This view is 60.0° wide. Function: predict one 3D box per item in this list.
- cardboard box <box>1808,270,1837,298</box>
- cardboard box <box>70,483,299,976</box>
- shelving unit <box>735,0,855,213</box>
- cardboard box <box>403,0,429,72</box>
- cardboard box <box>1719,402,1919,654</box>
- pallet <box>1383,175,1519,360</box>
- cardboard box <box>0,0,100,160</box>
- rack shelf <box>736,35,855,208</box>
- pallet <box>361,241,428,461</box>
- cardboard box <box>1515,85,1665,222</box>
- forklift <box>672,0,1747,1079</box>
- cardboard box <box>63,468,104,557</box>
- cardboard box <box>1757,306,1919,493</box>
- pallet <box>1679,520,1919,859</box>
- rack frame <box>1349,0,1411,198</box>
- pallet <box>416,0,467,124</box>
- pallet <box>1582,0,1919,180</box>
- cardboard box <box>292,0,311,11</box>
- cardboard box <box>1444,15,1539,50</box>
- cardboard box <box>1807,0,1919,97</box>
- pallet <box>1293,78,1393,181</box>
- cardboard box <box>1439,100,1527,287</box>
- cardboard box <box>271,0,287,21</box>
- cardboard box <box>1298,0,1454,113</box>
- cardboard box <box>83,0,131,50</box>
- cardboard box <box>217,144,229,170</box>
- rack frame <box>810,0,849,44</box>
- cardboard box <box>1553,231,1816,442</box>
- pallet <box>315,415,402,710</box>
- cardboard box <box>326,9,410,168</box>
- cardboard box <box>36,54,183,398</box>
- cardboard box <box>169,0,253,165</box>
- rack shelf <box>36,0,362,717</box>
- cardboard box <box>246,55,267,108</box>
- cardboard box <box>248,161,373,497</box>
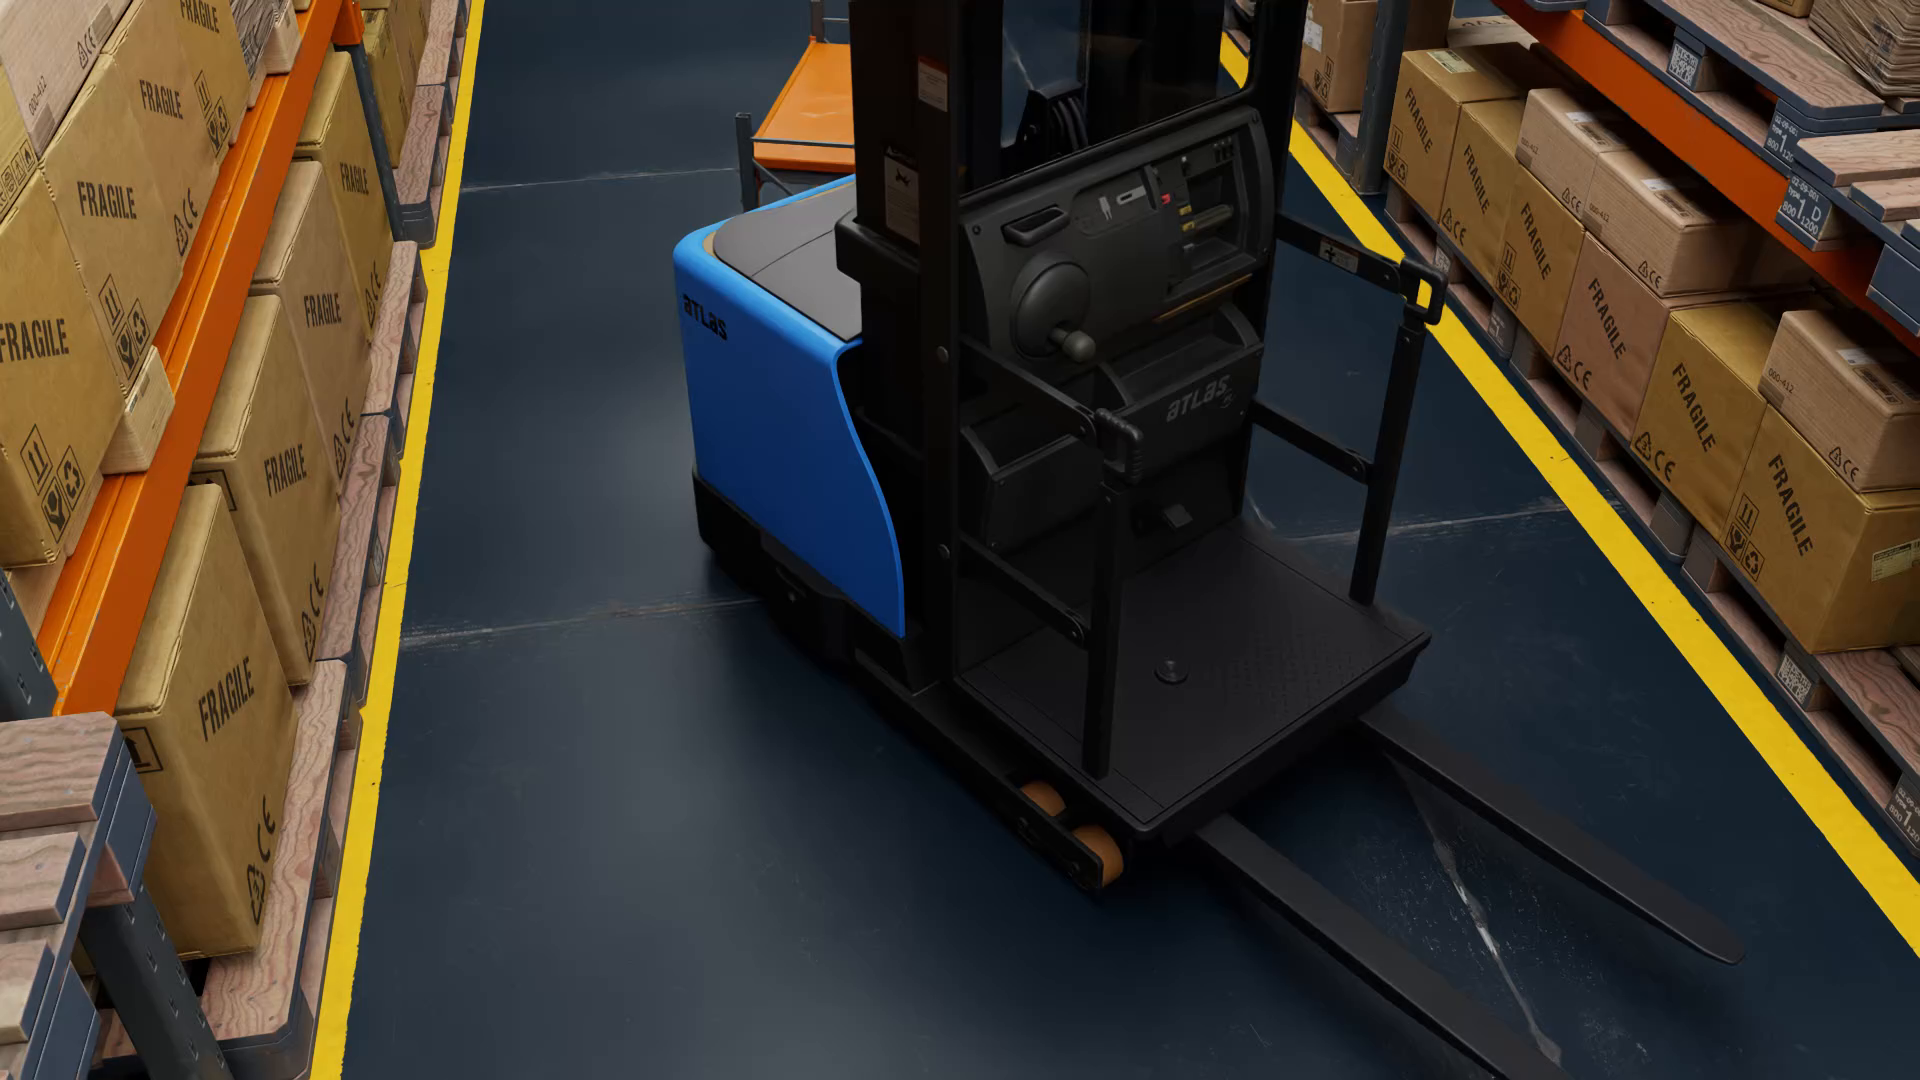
[{"bbox_3d":[2.822,-0.756,5.457,0.500,0.500,0.500,-7,38,-9],"label":"cardboard box"},{"bbox_3d":[-1.979,0.430,3.662,0.750,0.750,0.750,-7,38,-9],"label":"cardboard box"},{"bbox_3d":[-0.361,-1.144,5.806,0.538,1.125,1.048,5,38,7],"label":"shelving unit"},{"bbox_3d":[-2.883,-2.467,7.675,0.700,0.500,0.500,-5,38,-7],"label":"cardboard box"},{"bbox_3d":[2.502,-0.057,4.557,0.500,0.500,0.500,-5,38,-6],"label":"cardboard box"},{"bbox_3d":[2.376,-1.158,6.568,1.003,0.211,1.213,-6,38,-8],"label":"pallet"},{"bbox_3d":[-1.900,-0.883,2.990,0.500,0.250,0.500,-7,38,-9],"label":"cardboard box"},{"bbox_3d":[-0.361,-1.375,5.626,0.538,0.278,1.000,5,38,7],"label":"rack shelf"},{"bbox_3d":[-2.471,-0.652,5.917,1.003,0.211,1.213,-6,38,-8],"label":"pallet"},{"bbox_3d":[2.216,-1.307,5.555,0.500,0.250,0.500,-6,38,-8],"label":"cardboard box"},{"bbox_3d":[0.525,-0.641,3.686,1.130,2.935,3.031,-27,46,-31],"label":"forklift"},{"bbox_3d":[-1.844,-0.081,3.098,0.380,0.149,0.250,-6,38,-7],"label":"cardboard box"},{"bbox_3d":[2.488,-0.386,4.370,0.500,0.250,0.500,-5,38,-6],"label":"cardboard box"},{"bbox_3d":[2.804,0.316,4.671,1.003,0.211,1.213,-6,38,-8],"label":"pallet"},{"bbox_3d":[2.196,-2.746,6.340,1.000,3.000,0.127,-6,38,-8],"label":"rack frame"},{"bbox_3d":[-2.954,-2.316,8.059,1.003,0.211,1.213,-6,38,-8],"label":"pallet"},{"bbox_3d":[2.552,-1.429,4.800,1.003,0.211,1.213,-6,38,-8],"label":"pallet"},{"bbox_3d":[-2.275,-1.796,5.306,0.380,0.149,0.250,-6,38,-7],"label":"cardboard box"},{"bbox_3d":[2.335,-2.135,7.386,0.500,0.311,0.500,-6,38,-8],"label":"cardboard box"},{"bbox_3d":[2.704,-1.477,4.282,0.700,0.500,0.500,0,38,1],"label":"cardboard box"},{"bbox_3d":[2.077,-2.060,7.730,1.003,0.211,1.213,-6,38,-8],"label":"pallet"},{"bbox_3d":[2.145,-1.294,6.149,0.500,0.500,0.500,-6,38,-7],"label":"cardboard box"},{"bbox_3d":[-2.252,-1.817,4.804,0.500,0.500,0.500,-6,38,-8],"label":"cardboard box"},{"bbox_3d":[1.817,-2.247,7.376,0.500,0.500,0.500,-6,38,-8],"label":"cardboard box"},{"bbox_3d":[-1.991,-1.184,3.378,0.500,0.250,0.500,-6,38,-8],"label":"cardboard box"},{"bbox_3d":[-2.127,-1.012,4.297,0.380,0.149,0.250,-5,38,-7],"label":"cardboard box"},{"bbox_3d":[-0.283,-1.452,6.202,0.500,1.125,0.032,5,38,7],"label":"rack frame"},{"bbox_3d":[2.314,-0.685,5.366,0.500,0.500,0.500,-8,38,-10],"label":"cardboard box"},{"bbox_3d":[-2.253,0.086,4.967,1.003,0.211,1.213,-6,38,-8],"label":"pallet"},{"bbox_3d":[-2.710,-1.853,6.885,0.700,0.500,0.500,-6,38,-7],"label":"cardboard box"},{"bbox_3d":[-1.895,-0.598,3.235,0.500,0.500,0.500,-5,38,-6],"label":"cardboard box"},{"bbox_3d":[-2.080,-1.212,4.025,0.500,0.500,0.500,-5,38,-7],"label":"cardboard box"},{"bbox_3d":[-2.330,-0.719,4.317,1.077,0.370,4.000,-6,38,-8],"label":"rack shelf"},{"bbox_3d":[-2.192,-1.327,4.702,0.380,0.149,0.250,-6,38,-8],"label":"cardboard box"},{"bbox_3d":[-2.280,-0.613,5.004,0.750,0.750,0.750,-5,38,-7],"label":"cardboard box"}]
